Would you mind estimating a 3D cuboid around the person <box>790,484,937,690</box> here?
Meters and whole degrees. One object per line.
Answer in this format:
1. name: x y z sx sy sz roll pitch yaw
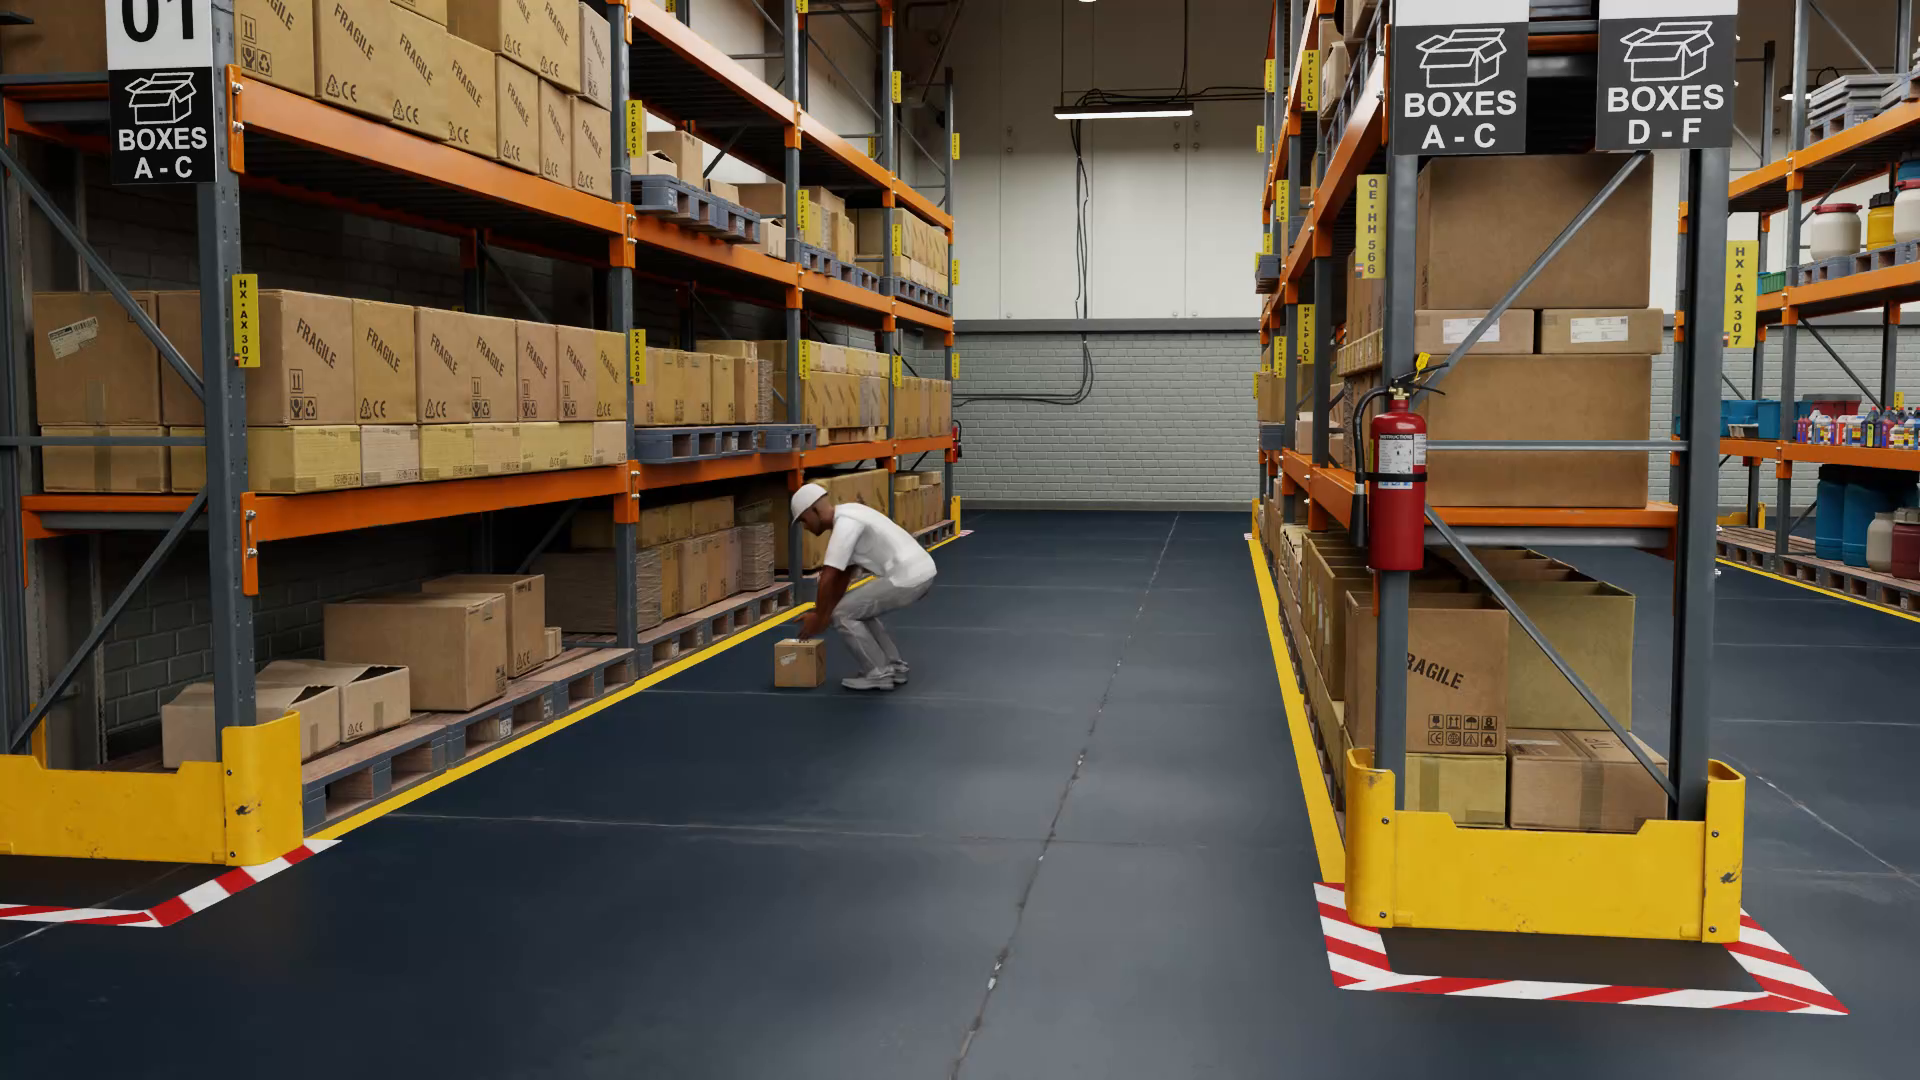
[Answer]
1. person: -0.570 0.270 9.739 0.847 1.193 0.619 1 4 9
